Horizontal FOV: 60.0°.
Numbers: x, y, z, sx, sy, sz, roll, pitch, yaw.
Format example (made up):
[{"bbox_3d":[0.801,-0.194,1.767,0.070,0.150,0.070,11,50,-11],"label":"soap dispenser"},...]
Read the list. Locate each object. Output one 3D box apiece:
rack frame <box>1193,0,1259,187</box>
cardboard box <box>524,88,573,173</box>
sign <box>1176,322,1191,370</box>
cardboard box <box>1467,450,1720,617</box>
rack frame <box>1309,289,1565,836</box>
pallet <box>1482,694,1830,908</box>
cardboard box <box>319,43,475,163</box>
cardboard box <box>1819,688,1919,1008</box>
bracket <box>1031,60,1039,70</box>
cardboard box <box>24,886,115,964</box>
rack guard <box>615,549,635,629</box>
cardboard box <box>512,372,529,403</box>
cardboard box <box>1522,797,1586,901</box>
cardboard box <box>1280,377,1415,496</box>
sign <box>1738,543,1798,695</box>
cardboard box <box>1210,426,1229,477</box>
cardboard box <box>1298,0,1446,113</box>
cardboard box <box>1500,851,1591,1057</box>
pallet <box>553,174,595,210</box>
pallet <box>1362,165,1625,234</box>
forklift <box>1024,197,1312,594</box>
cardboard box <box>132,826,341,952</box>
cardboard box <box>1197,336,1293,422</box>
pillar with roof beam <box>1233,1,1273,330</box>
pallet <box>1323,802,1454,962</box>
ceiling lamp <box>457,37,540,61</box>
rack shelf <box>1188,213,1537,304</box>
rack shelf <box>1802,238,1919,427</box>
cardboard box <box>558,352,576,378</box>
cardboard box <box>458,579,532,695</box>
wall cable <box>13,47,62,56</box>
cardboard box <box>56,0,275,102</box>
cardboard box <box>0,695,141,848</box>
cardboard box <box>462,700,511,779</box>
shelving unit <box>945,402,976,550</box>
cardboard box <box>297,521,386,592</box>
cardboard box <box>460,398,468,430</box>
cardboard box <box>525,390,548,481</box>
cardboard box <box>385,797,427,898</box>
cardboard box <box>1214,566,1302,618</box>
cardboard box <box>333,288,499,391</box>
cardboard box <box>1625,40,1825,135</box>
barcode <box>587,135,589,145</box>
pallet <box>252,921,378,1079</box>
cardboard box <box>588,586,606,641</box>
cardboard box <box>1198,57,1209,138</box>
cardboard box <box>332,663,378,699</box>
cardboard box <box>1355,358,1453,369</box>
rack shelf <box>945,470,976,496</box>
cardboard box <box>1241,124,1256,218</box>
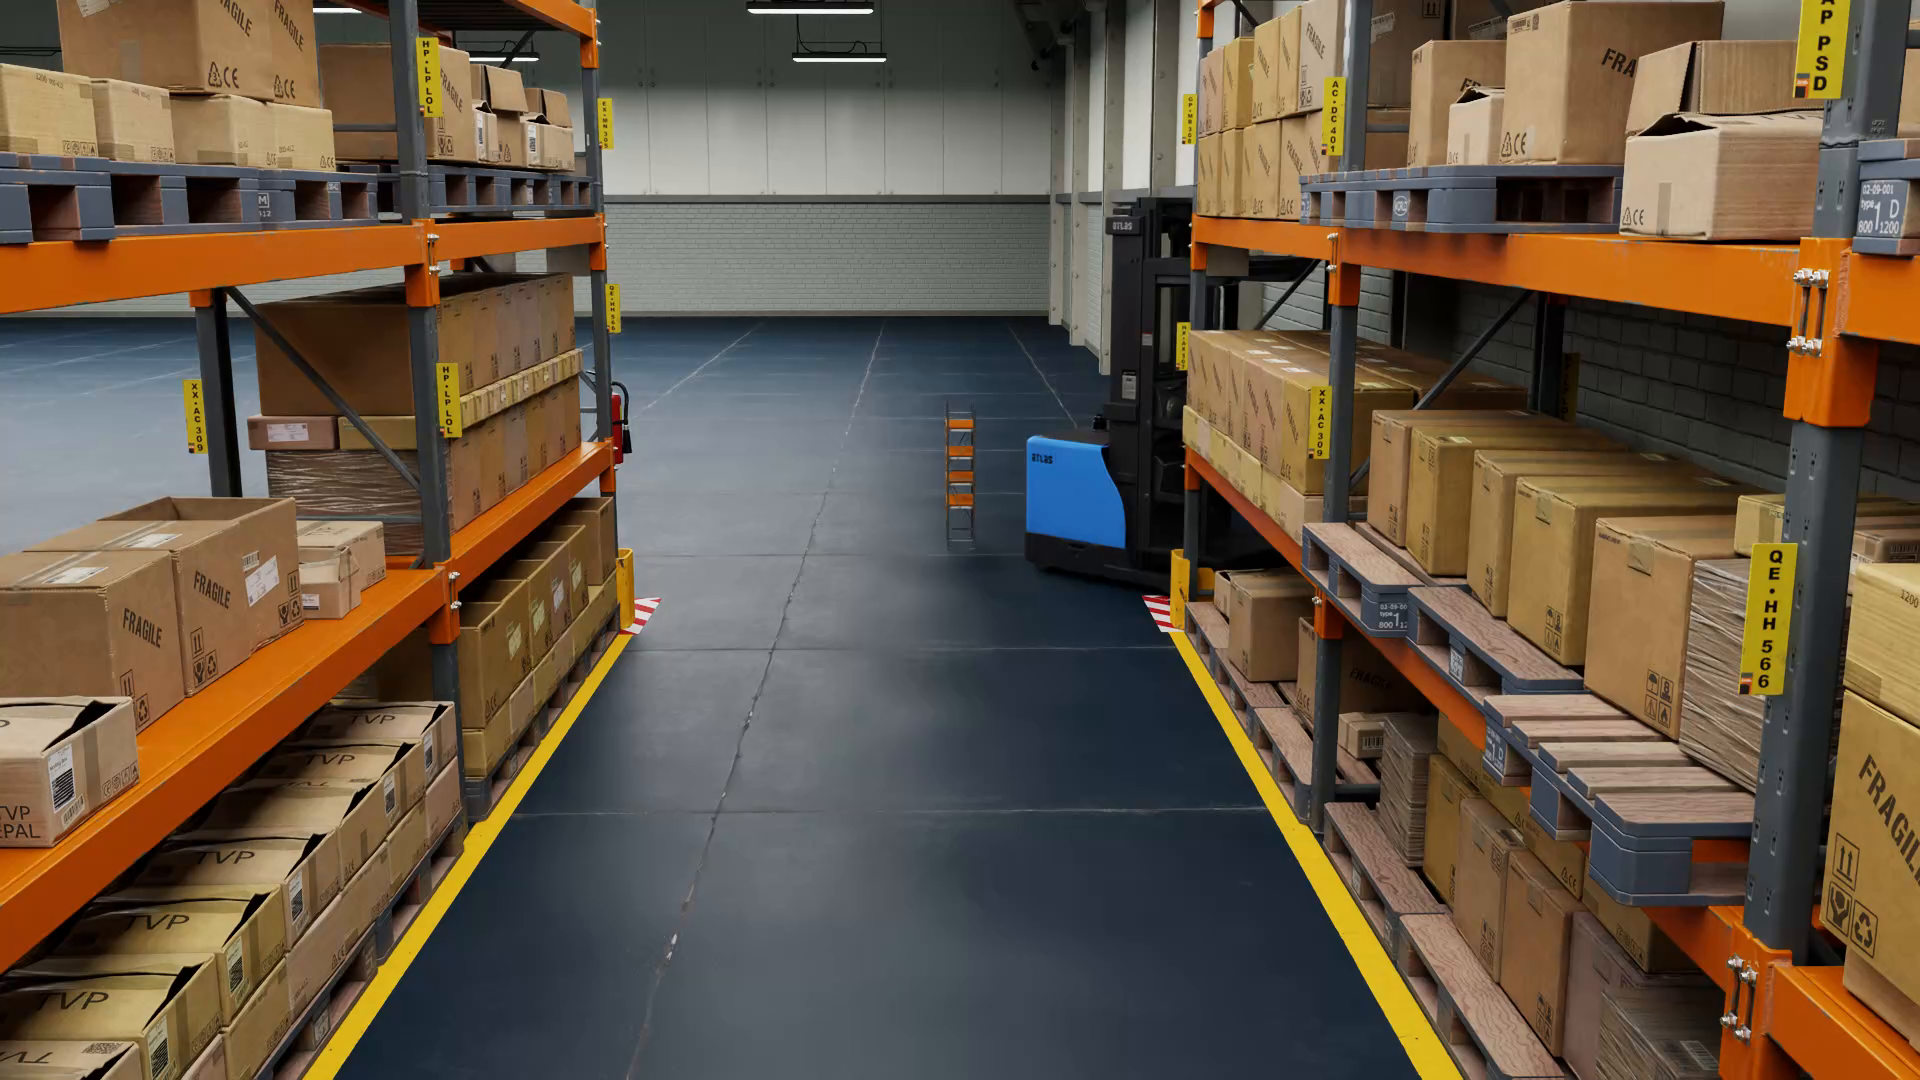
[{"bbox_3d":[2.070,-3.839,10.848,1.000,3.000,0.127,0,11,-1],"label":"rack frame"},{"bbox_3d":[-2.874,-2.558,10.413,0.797,0.503,0.637,1,11,3],"label":"cardboard box"},{"bbox_3d":[1.528,-1.321,11.348,0.100,0.325,0.005,0,11,-1],"label":"sign"},{"bbox_3d":[2.179,-0.025,5.780,0.700,0.500,0.500,1,12,7],"label":"cardboard box"},{"bbox_3d":[2.153,-0.104,7.525,1.000,3.000,0.127,0,11,-1],"label":"rack frame"},{"bbox_3d":[2.115,0.644,4.321,1.213,0.211,1.003,0,11,-1],"label":"pallet"},{"bbox_3d":[-2.546,-1.977,7.557,0.500,0.500,0.500,1,11,4],"label":"cardboard box"},{"bbox_3d":[1.990,0.585,3.083,0.500,0.500,0.500,0,11,1],"label":"cardboard box"},{"bbox_3d":[1.917,-11.983,41.938,0.235,0.232,0.430,0,11,-1],"label":"bracket"},{"bbox_3d":[-2.999,1.273,5.190,0.500,0.311,0.500,0,11,-2],"label":"cardboard box"},{"bbox_3d":[-2.883,0.343,11.613,1.175,0.500,0.348,0,11,-1],"label":"rack guard"},{"bbox_3d":[-2.650,-0.861,9.376,0.380,0.149,0.250,0,11,-2],"label":"cardboard box"},{"bbox_3d":[2.204,0.975,5.504,0.500,0.250,0.500,0,11,-1],"label":"cardboard box"},{"bbox_3d":[1.834,-0.500,7.921,0.500,0.500,0.500,0,11,-1],"label":"cardboard box"},{"bbox_3d":[1.693,0.167,3.479,0.100,0.325,0.005,0,11,-1],"label":"sign"},{"bbox_3d":[1.793,-0.532,9.965,0.500,0.250,0.500,0,11,-2],"label":"cardboard box"},{"bbox_3d":[1.872,-2.221,7.601,0.500,0.500,0.500,-1,12,-6],"label":"cardboard box"},{"bbox_3d":[2.236,1.357,5.509,0.700,0.500,0.500,0,11,-1],"label":"cardboard box"},{"bbox_3d":[-2.893,-2.164,10.358,1.003,0.211,1.213,0,11,-1],"label":"pallet"},{"bbox_3d":[2.084,-1.152,5.623,1.213,0.211,1.003,0,11,-1],"label":"pallet"},{"bbox_3d":[1.933,-1.077,12.495,3.031,2.935,1.130,11,16,42],"label":"forklift"},{"bbox_3d":[-2.473,1.166,5.715,0.500,0.311,0.500,0,11,-2],"label":"cardboard box"},{"bbox_3d":[1.780,-1.008,10.425,0.500,0.500,0.500,0,11,-1],"label":"cardboard box"},{"bbox_3d":[-1.478,-4.878,15.972,9.100,9.000,0.400,0,11,-1],"label":"pillar with roof beam"},{"bbox_3d":[2.171,1.418,7.040,1.003,0.211,1.213,0,11,-1],"label":"pallet"},{"bbox_3d":[-9.888,-11.709,34.959,2.000,3.185,0.800,0,11,-1],"label":"ceiling lamp"},{"bbox_3d":[2.112,-1.619,9.258,1.077,0.370,4.000,0,11,-1],"label":"rack shelf"},{"bbox_3d":[2.277,-0.028,1.420,1.077,0.370,4.000,0,11,-1],"label":"rack shelf"},{"bbox_3d":[-2.677,-1.117,10.639,0.380,0.149,0.250,0,11,0],"label":"cardboard box"},{"bbox_3d":[-2.514,0.499,8.529,0.500,0.500,0.500,0,11,-1],"label":"cardboard box"},{"bbox_3d":[-22.103,-13.335,41.322,3.097,2.526,0.112,0,11,-1],"label":"wall cable"},{"bbox_3d":[-2.791,-1.817,5.859,0.500,0.500,0.500,1,12,4],"label":"cardboard box"},{"bbox_3d":[-2.542,0.578,4.391,0.500,0.311,0.500,0,11,-2],"label":"cardboard box"},{"bbox_3d":[-2.506,0.966,8.114,0.500,0.250,0.500,0,11,-1],"label":"cardboard box"},{"bbox_3d":[0.003,-0.555,14.278,0.258,1.200,0.503,0,11,-1],"label":"shelving unit"},{"bbox_3d":[-2.746,0.089,6.955,0.500,0.250,0.500,0,11,2],"label":"cardboard box"},{"bbox_3d":[-2.624,-0.605,8.113,0.380,0.149,0.250,-1,11,-3],"label":"cardboard box"},{"bbox_3d":[-2.865,-0.631,9.872,0.700,0.500,0.500,0,11,-1],"label":"cardboard box"},{"bbox_3d":[-2.492,1.241,6.757,0.500,0.250,0.500,0,11,-2],"label":"cardboard box"},{"bbox_3d":[1.995,0.341,10.989,0.500,0.311,0.500,-2,12,-8],"label":"cardboard box"},{"bbox_3d":[-2.836,-1.055,8.703,0.700,0.500,0.500,0,11,-1],"label":"cardboard box"},{"bbox_3d":[2.302,-1.097,4.568,0.797,0.503,0.637,1,12,7],"label":"cardboard box"},{"bbox_3d":[-2.394,-2.574,10.699,0.001,0.075,0.075,0,11,-1],"label":"barcode"},{"bbox_3d":[-2.717,1.673,5.779,1.003,0.211,1.213,0,11,-1],"label":"pallet"},{"bbox_3d":[-2.553,0.469,10.563,0.500,0.250,0.500,0,11,-1],"label":"cardboard box"},{"bbox_3d":[1.836,-2.840,10.653,0.500,0.500,0.500,-1,12,-5],"label":"cardboard box"},{"bbox_3d":[-3.026,0.501,8.519,0.500,0.500,0.500,0,11,-1],"label":"cardboard box"},{"bbox_3d":[2.340,-0.704,8.924,0.500,0.500,0.500,0,11,0],"label":"cardboard box"},{"bbox_3d":[0.003,-0.489,14.291,0.258,0.148,0.480,0,11,-1],"label":"rack shelf"},{"bbox_3d":[1.850,-2.044,9.242,0.500,0.500,0.500,0,11,2],"label":"cardboard box"}]
